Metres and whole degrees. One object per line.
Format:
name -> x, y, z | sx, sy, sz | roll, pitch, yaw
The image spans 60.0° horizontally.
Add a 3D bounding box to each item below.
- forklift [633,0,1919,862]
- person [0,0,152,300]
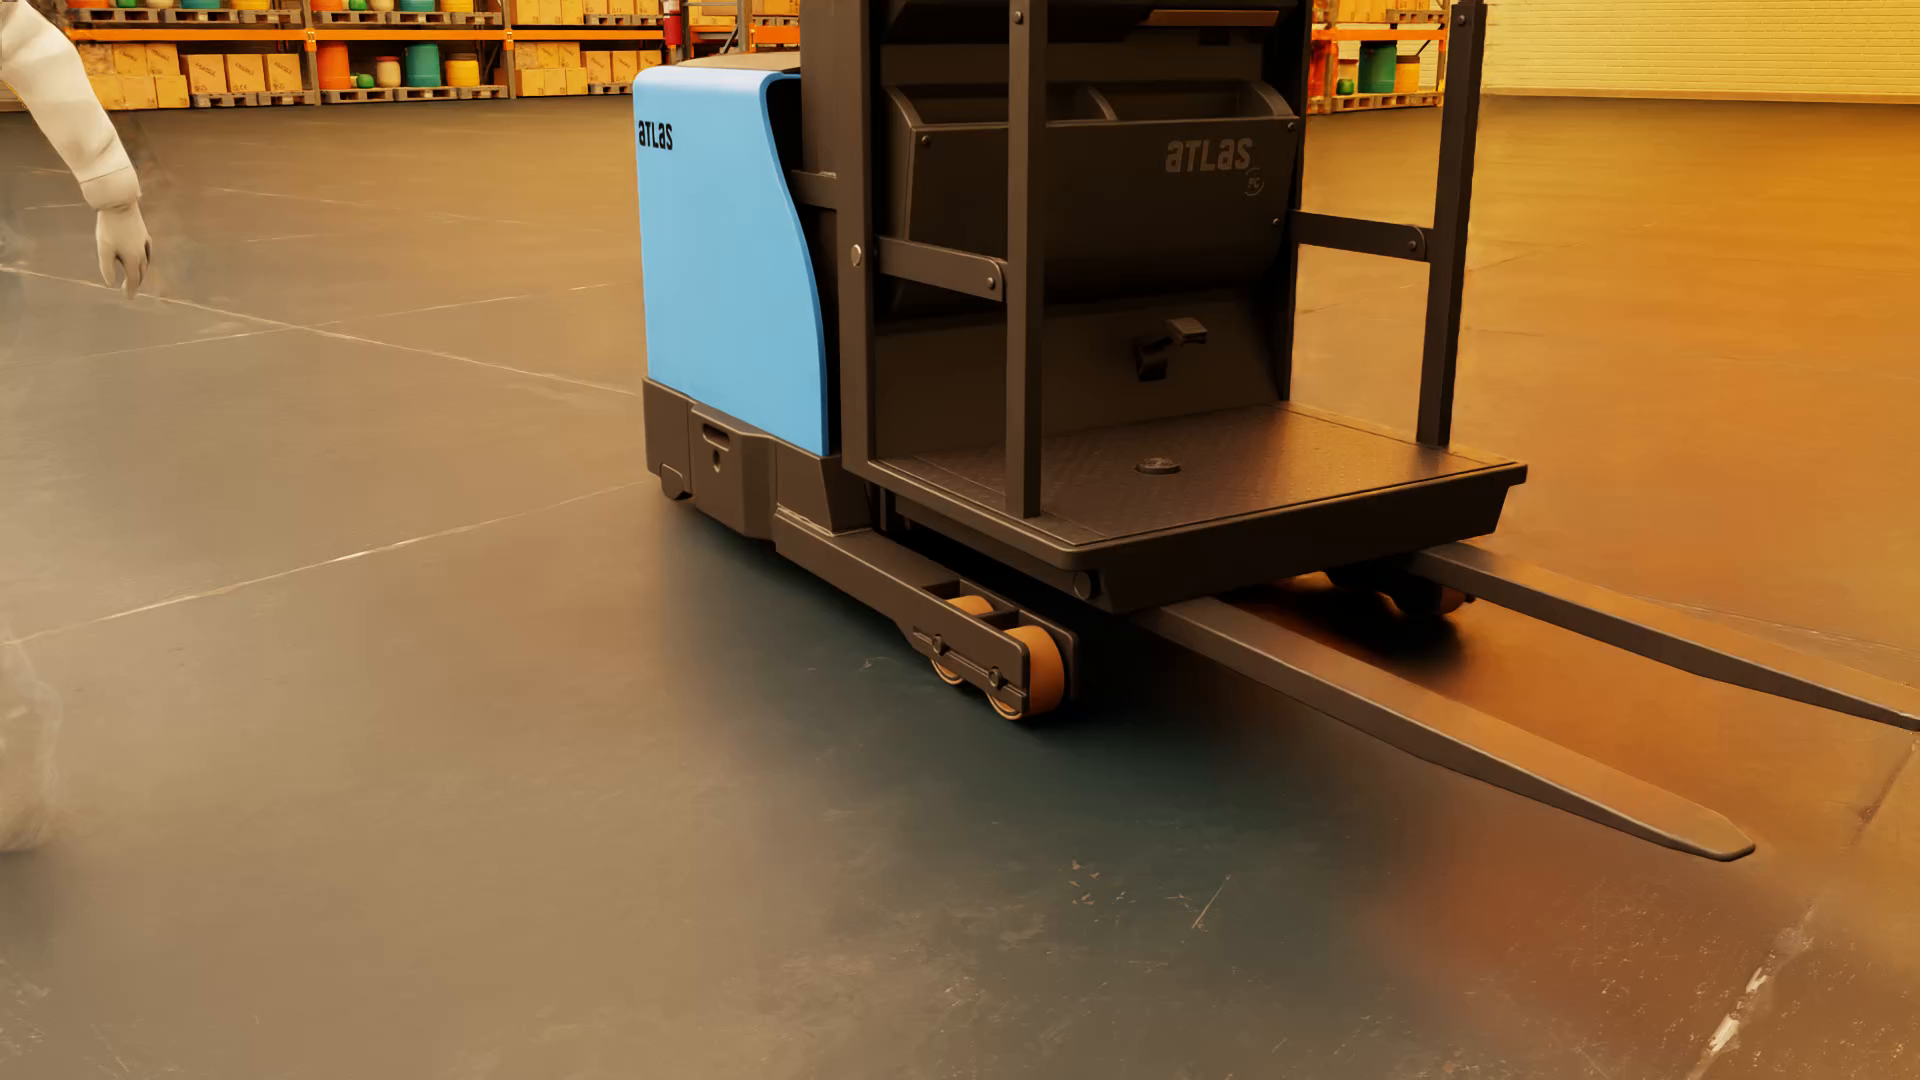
forklift -> 0.388, -1.241, 2.986 | 1.130, 2.935, 3.031 | -10, 20, -30
person -> -1.608, -0.333, 2.367 | 0.613, 1.646, 0.710 | 3, 17, 9
